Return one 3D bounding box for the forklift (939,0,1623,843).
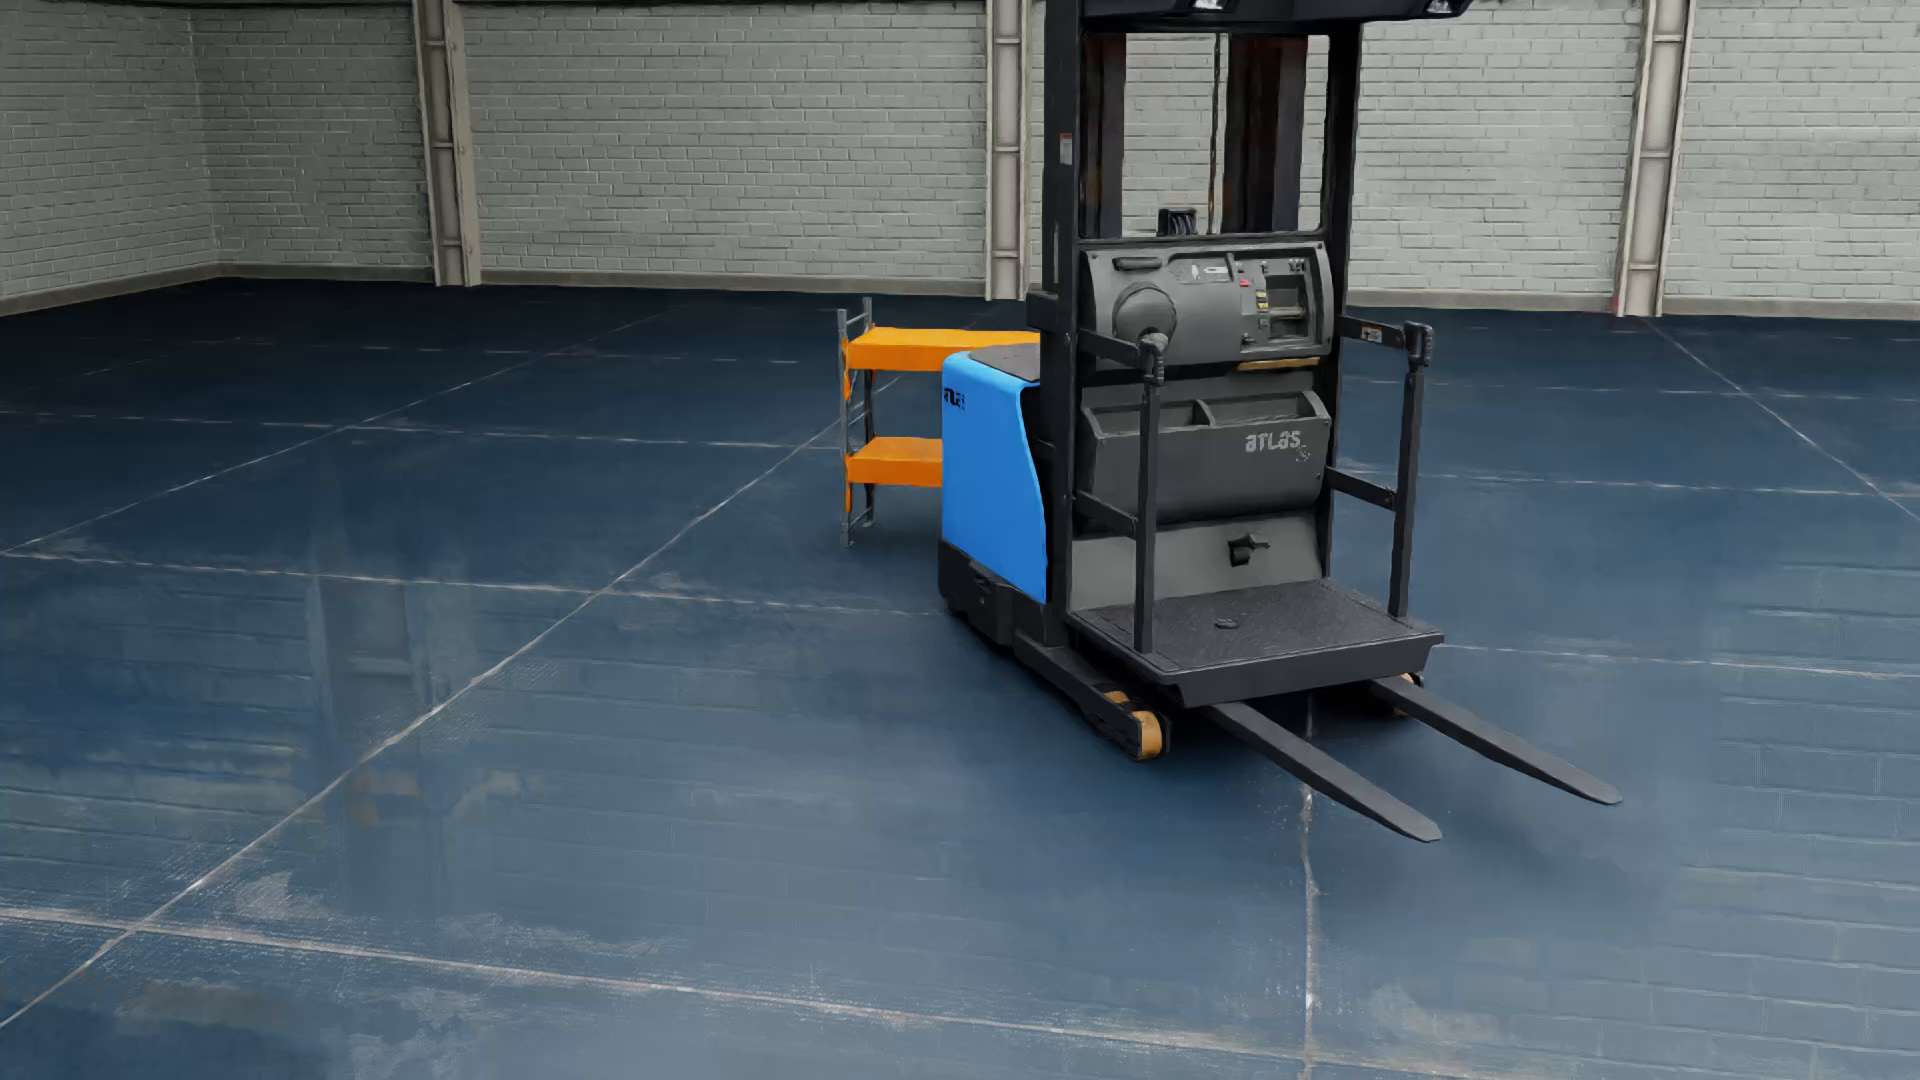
[{"bbox_3d":[0.942,-0.822,5.468,1.130,2.935,3.031,-6,17,-22],"label":"forklift"}]

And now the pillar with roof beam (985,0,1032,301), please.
[{"bbox_3d":[-0.381,-5.647,11.520,0.400,9.000,9.100,3,16,11],"label":"pillar with roof beam"}]

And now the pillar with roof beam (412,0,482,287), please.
[{"bbox_3d":[-6.261,-5.966,12.673,0.400,9.000,9.100,3,16,11],"label":"pillar with roof beam"}]

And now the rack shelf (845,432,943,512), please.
[{"bbox_3d":[0.007,-0.306,7.906,1.000,0.278,0.538,3,16,11],"label":"rack shelf"}]

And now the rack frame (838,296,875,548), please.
[{"bbox_3d":[-0.492,-0.569,7.938,0.032,1.125,0.500,3,16,11],"label":"rack frame"}]

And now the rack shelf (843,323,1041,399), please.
[{"bbox_3d":[0.007,-0.824,7.762,1.000,0.278,0.538,3,16,11],"label":"rack shelf"}]

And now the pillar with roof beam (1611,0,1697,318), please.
[{"bbox_3d":[5.498,-5.328,10.368,0.400,9.000,9.100,3,16,11],"label":"pillar with roof beam"}]

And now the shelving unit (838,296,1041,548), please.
[{"bbox_3d":[0.007,-0.542,7.841,1.048,1.125,0.538,3,16,11],"label":"shelving unit"}]
